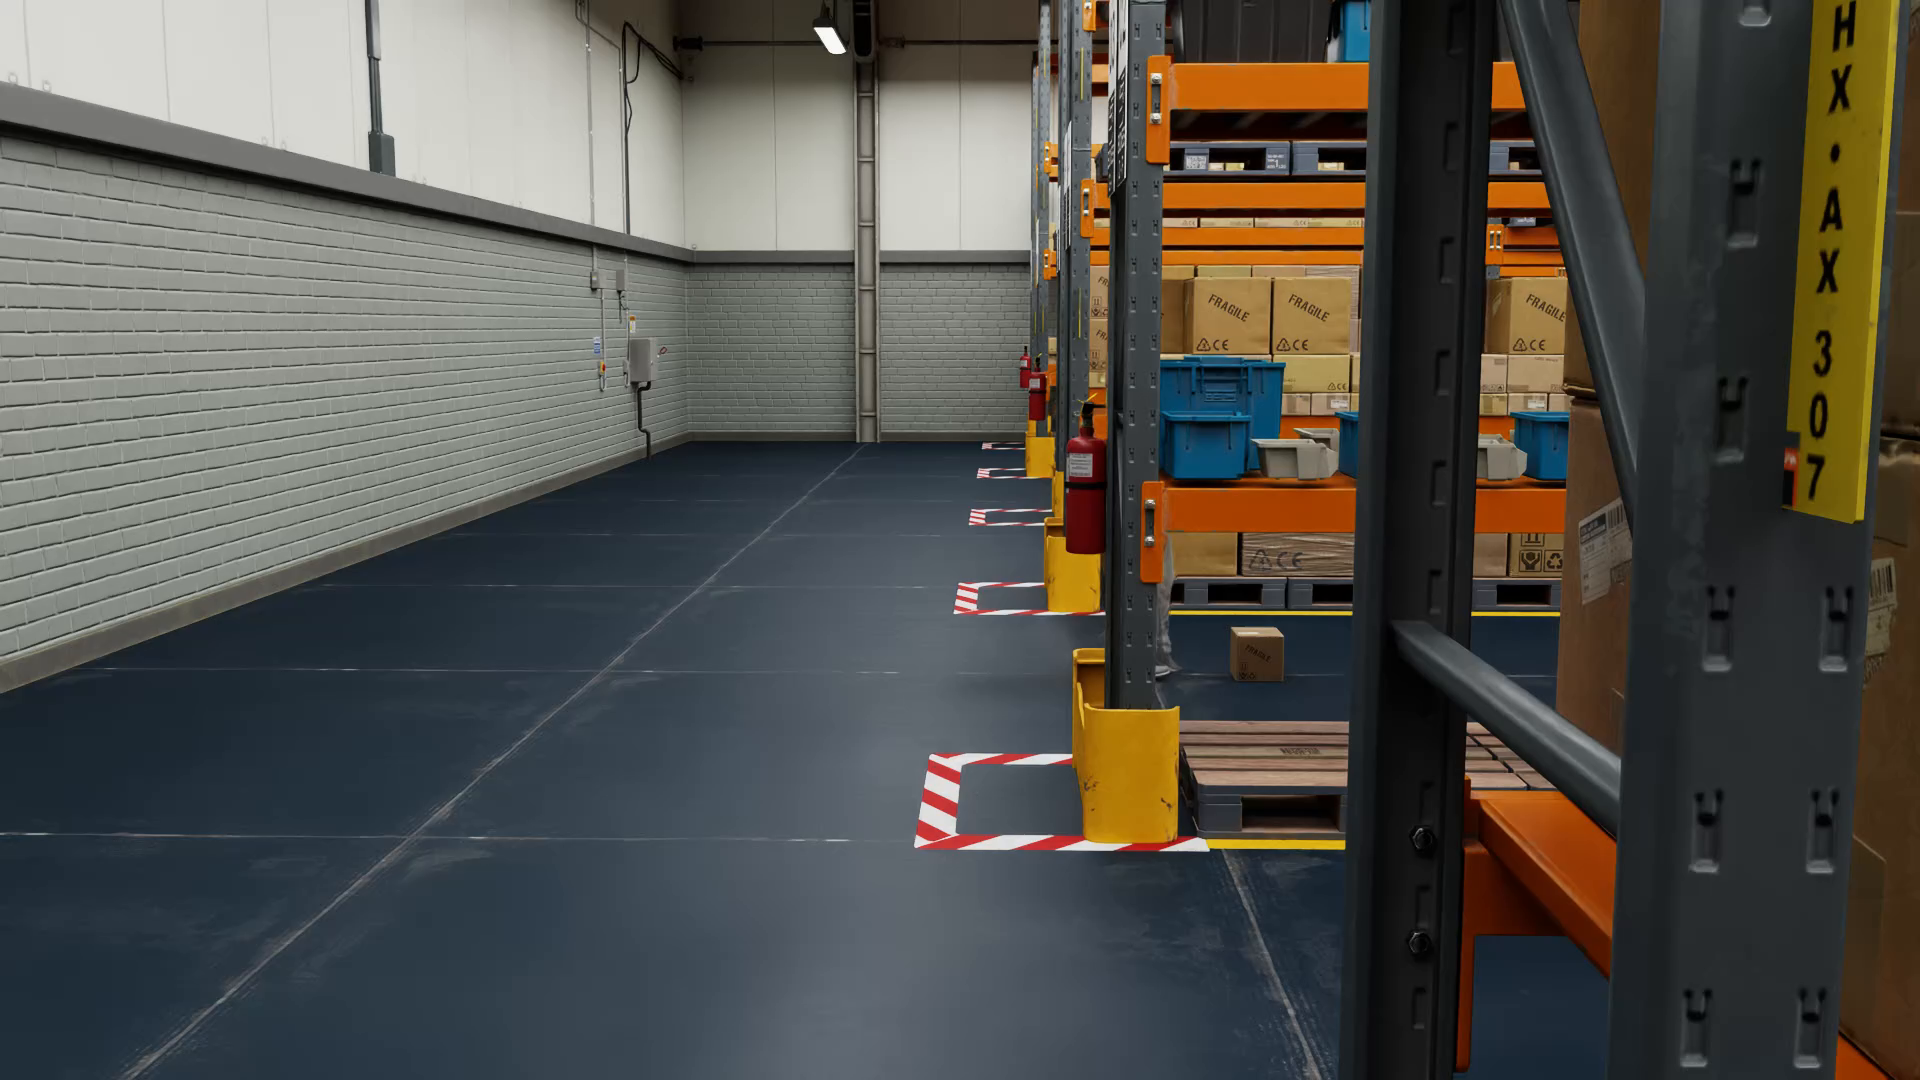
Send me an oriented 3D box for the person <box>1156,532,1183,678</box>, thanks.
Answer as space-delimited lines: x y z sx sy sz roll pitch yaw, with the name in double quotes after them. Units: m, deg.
1.033 -0.063 8.892 0.478 1.716 0.516 -1 7 -7 "person"
